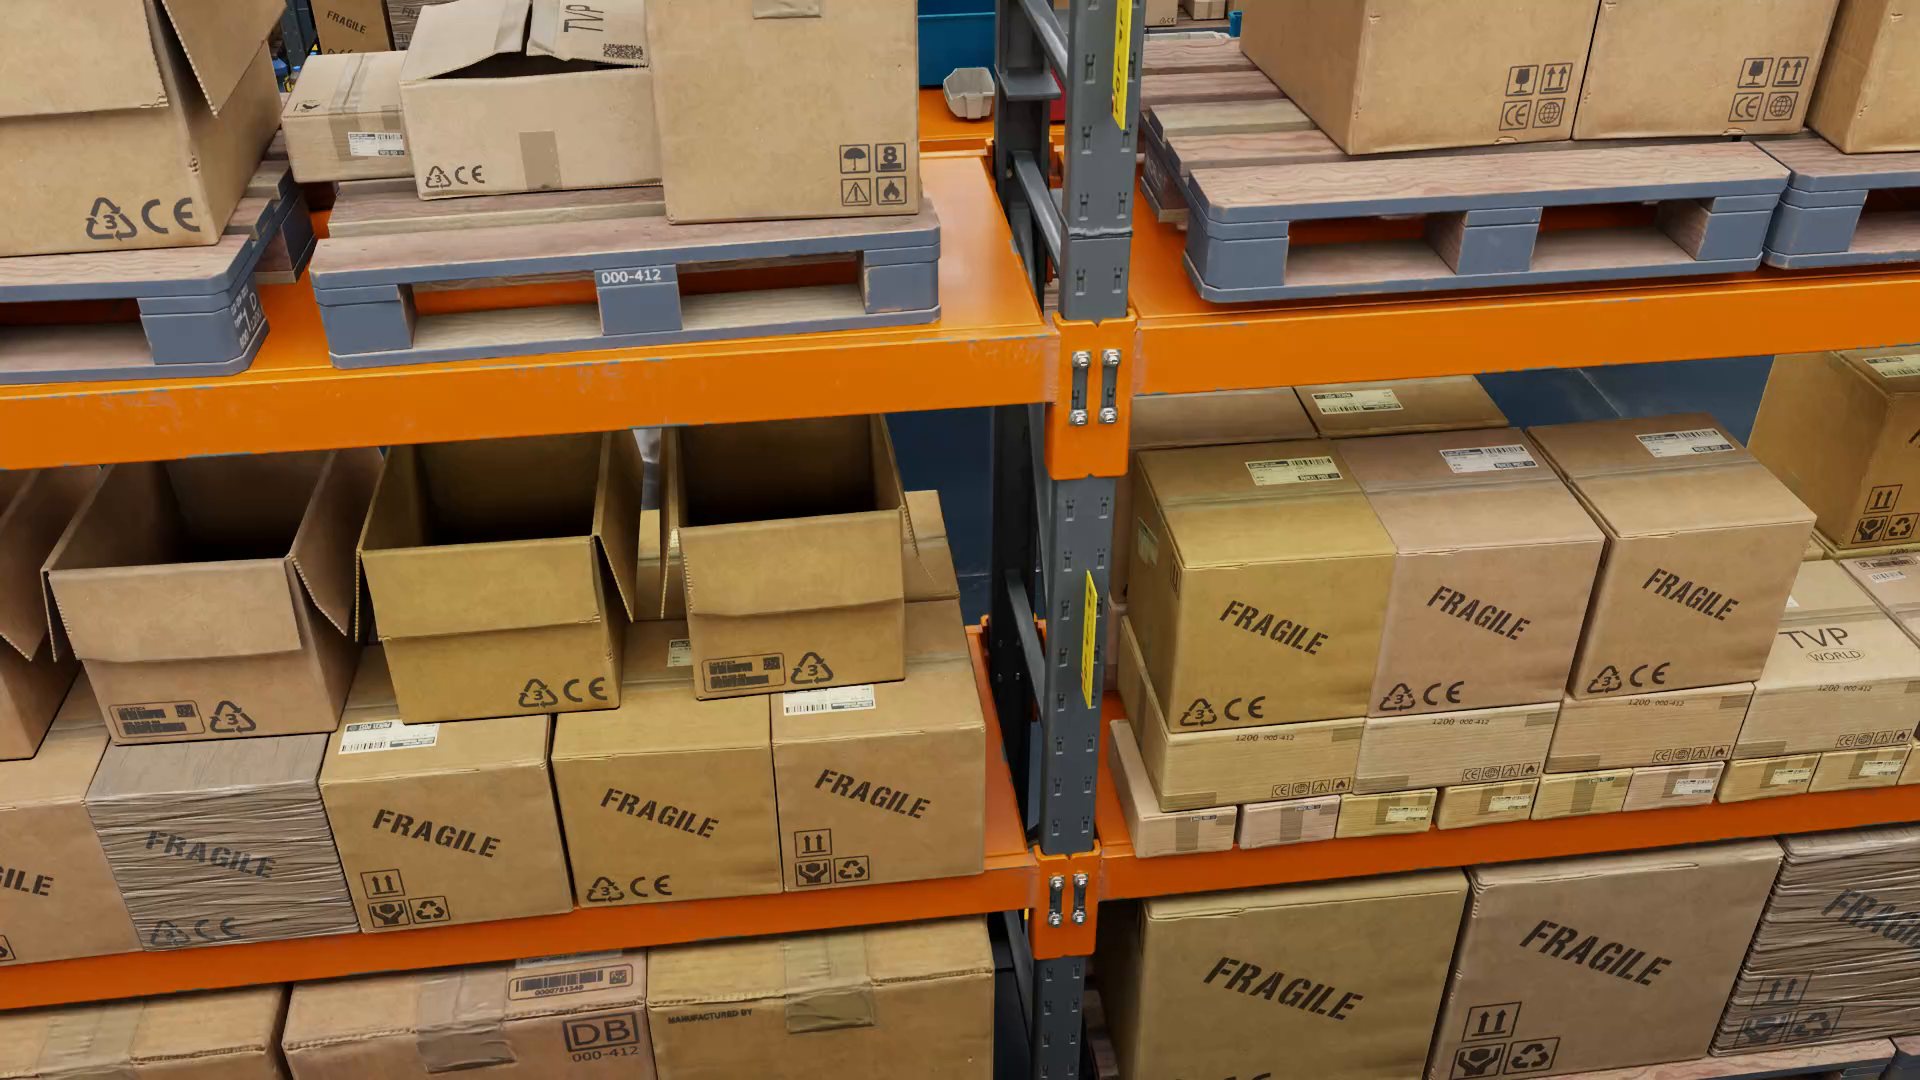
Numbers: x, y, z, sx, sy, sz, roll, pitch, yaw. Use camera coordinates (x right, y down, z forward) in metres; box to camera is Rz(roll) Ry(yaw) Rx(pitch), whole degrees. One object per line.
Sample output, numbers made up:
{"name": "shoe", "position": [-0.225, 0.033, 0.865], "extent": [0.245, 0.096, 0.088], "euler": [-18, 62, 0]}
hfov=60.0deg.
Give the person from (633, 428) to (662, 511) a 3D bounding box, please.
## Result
{"name": "person", "position": [-1.140, -0.443, 6.776], "extent": [0.606, 1.751, 0.429], "euler": [-6, 35, -9]}
